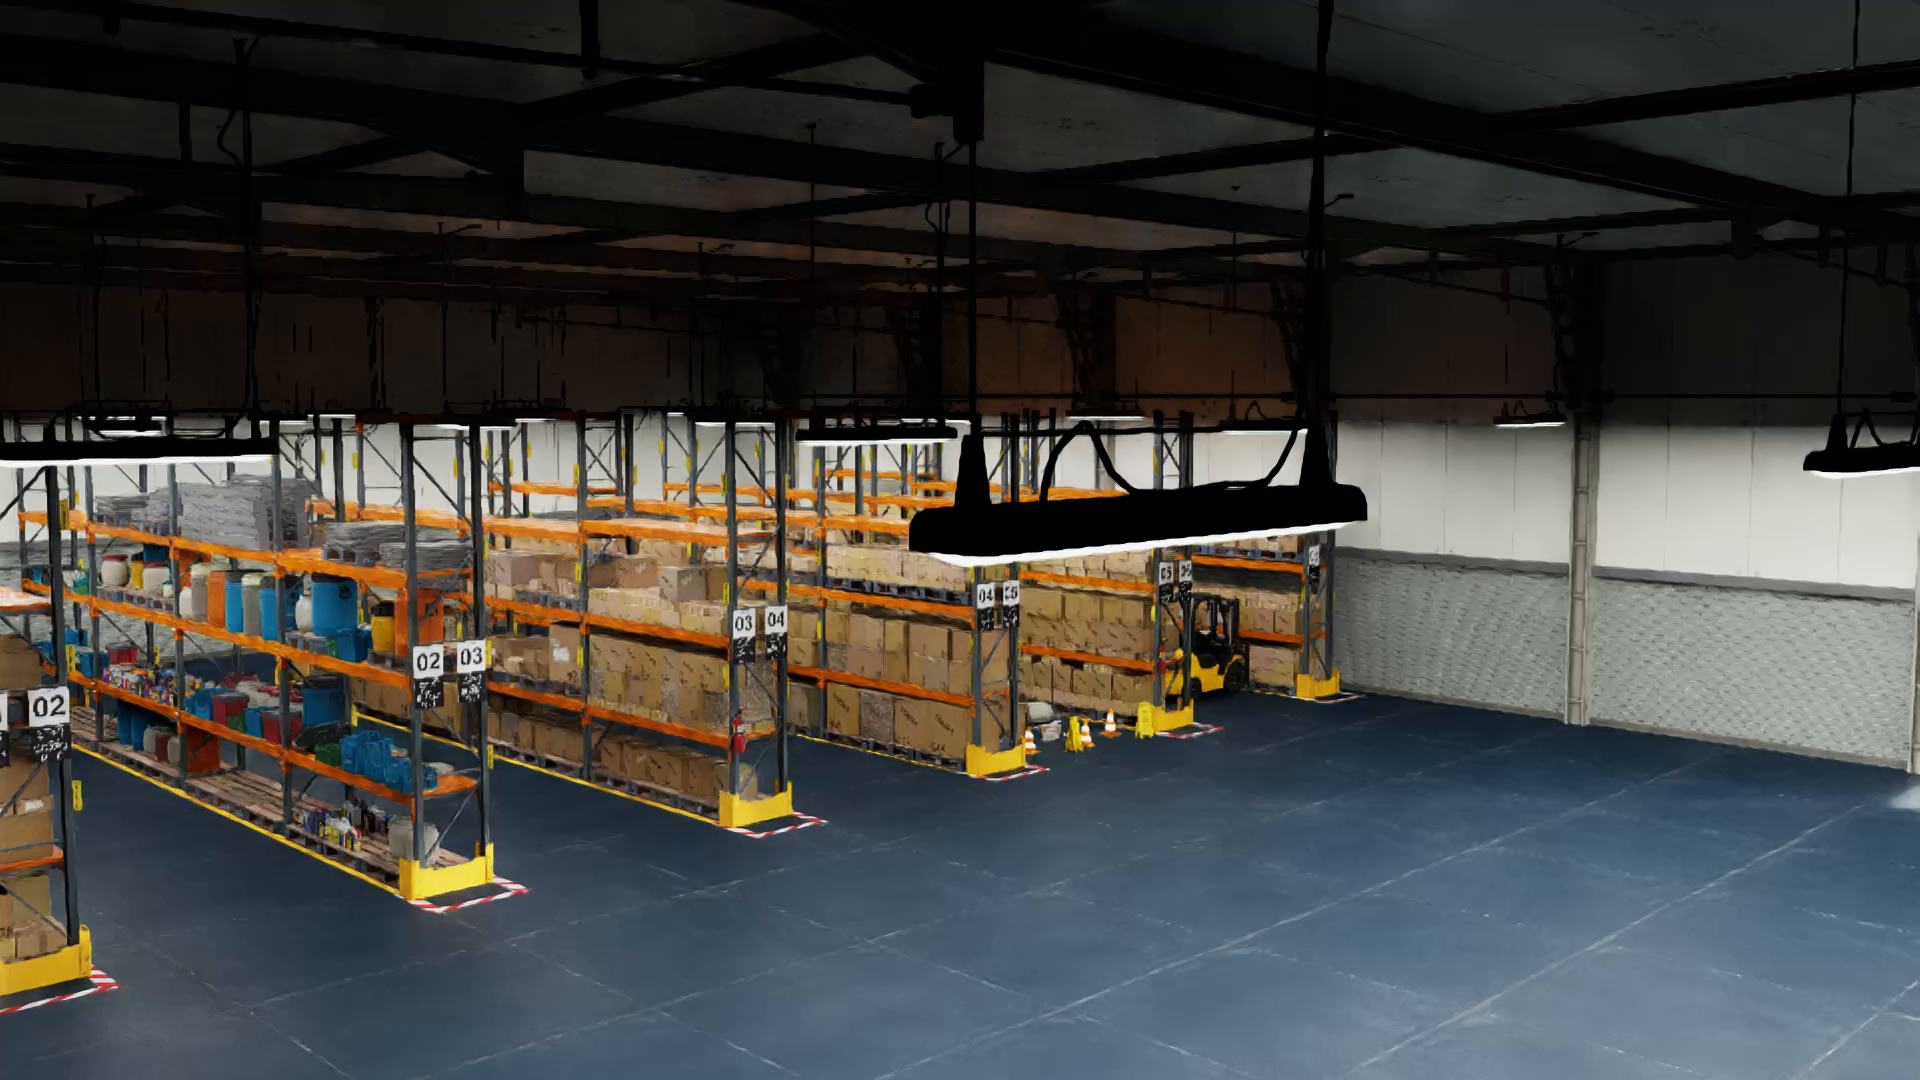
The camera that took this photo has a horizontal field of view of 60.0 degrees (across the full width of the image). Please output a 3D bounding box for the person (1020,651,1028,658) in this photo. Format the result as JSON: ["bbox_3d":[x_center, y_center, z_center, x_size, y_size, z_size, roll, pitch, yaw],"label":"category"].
[{"bbox_3d":[1.454,2.230,36.802,0.489,1.787,0.606,-1,5,-15],"label":"person"}]
